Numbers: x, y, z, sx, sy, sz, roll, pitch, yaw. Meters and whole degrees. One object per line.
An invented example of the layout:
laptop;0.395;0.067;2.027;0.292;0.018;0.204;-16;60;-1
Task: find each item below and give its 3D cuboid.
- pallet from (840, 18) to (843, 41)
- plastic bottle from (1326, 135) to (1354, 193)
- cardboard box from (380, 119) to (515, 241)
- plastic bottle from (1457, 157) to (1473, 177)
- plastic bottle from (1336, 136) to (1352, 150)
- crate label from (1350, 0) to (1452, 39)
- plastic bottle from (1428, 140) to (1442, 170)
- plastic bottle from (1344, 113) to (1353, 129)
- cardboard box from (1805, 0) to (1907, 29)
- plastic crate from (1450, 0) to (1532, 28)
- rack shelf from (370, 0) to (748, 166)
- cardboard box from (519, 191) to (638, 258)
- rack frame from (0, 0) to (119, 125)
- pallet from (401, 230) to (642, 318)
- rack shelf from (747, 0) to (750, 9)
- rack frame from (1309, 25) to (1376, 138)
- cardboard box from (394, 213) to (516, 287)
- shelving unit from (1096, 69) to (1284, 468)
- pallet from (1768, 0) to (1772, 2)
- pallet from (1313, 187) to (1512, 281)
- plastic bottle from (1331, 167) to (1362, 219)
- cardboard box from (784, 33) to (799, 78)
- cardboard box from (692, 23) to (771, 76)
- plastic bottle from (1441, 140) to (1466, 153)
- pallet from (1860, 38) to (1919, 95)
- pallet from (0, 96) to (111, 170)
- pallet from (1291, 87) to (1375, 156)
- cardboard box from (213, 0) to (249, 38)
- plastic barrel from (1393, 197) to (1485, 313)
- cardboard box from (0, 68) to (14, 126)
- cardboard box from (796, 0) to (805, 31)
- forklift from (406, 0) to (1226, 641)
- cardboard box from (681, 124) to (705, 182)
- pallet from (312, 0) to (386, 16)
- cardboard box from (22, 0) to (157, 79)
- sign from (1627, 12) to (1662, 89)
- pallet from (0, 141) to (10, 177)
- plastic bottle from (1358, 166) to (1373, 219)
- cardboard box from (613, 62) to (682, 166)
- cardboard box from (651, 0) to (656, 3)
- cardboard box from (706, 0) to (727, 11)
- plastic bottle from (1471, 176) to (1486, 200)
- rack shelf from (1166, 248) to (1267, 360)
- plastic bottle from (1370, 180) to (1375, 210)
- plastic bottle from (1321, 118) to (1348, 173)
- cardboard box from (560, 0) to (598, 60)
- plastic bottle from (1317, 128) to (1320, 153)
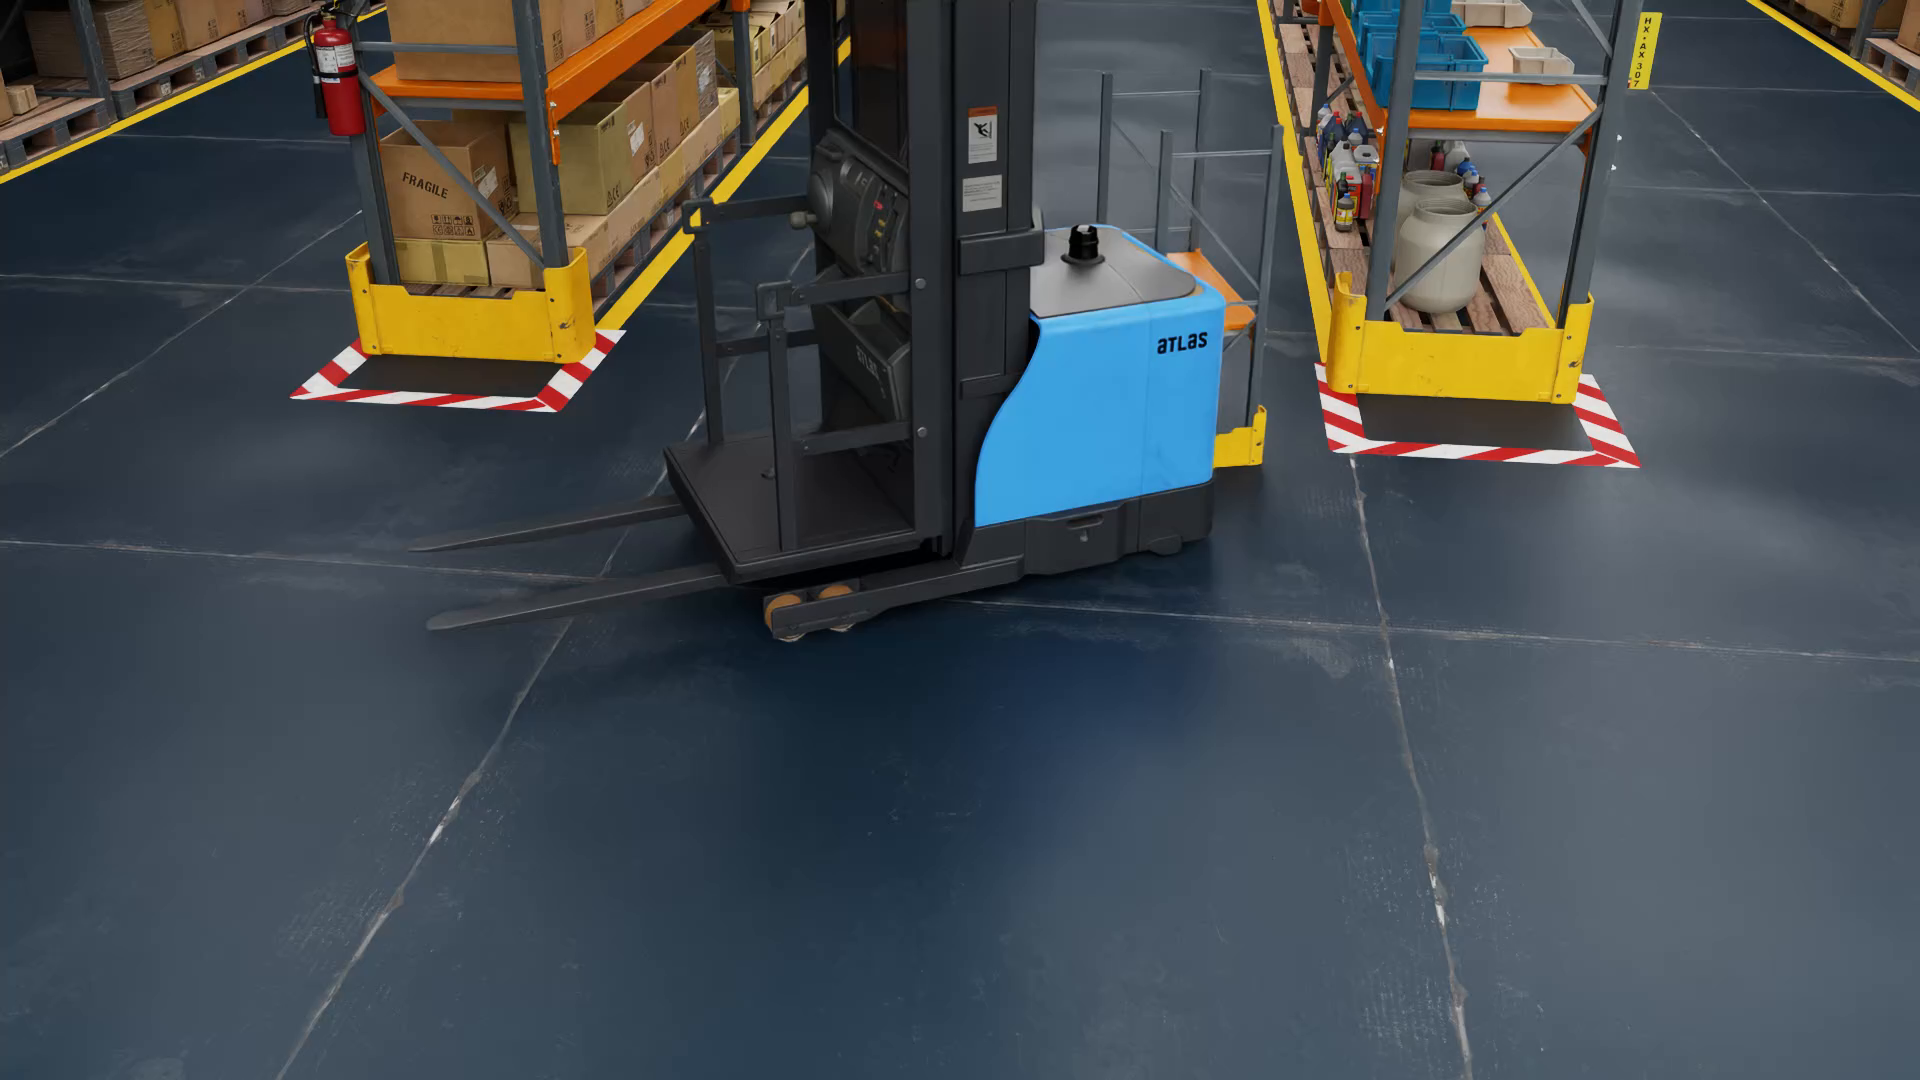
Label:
pallet;-1.642;-4.488;14.857;1.003;0.211;1.213;3;28;6
plastic bottle;2.337;-2.311;10.206;0.144;0.351;0.185;3;28;6
cardboard box;-2.712;-1.909;8.797;0.500;0.500;0.500;3;28;6
plastic bottle;3.044;-2.177;10.041;0.097;0.271;0.097;0;28;0
plastic bottle;2.409;-2.405;10.463;0.097;0.271;0.097;0;28;0
crate label;2.390;-2.943;9.013;0.502;0.435;0.616;3;28;6
plastic bottle;2.962;-2.357;10.363;0.061;0.283;0.133;3;28;6
plastic bottle;2.542;-2.642;10.891;0.061;0.283;0.133;3;28;6
cardboard box;8.434;-5.096;14.844;1.225;0.875;0.875;2;28;4
plastic crate;2.976;-3.033;9.495;0.530;0.136;0.437;3;28;6
rack shelf;-2.237;-2.960;9.839;1.077;0.370;4.000;3;28;6
cardboard box;-2.138;-1.784;9.356;0.500;0.250;0.500;3;28;6
rack frame;-6.909;-4.504;11.947;1.000;3.000;0.127;3;28;6
pallet;-2.430;-1.470;9.255;1.003;0.211;1.213;3;28;6
rack shelf;-1.747;-4.842;13.334;1.077;0.370;4.000;3;28;6
rack frame;2.923;-3.928;10.879;1.000;3.000;0.127;3;28;6
cardboard box;-2.710;-1.579;8.974;0.500;0.250;0.500;3;28;6
shelving unit;0.970;-1.227;7.447;0.587;1.500;1.083;-4;29;-8
pallet;8.799;-5.811;17.313;1.003;0.211;1.213;3;28;6
pallet;2.653;-1.811;9.889;1.003;0.211;1.213;3;28;6
plastic bottle;2.281;-2.047;9.794;0.152;0.276;0.135;4;29;7
cardboard box;-1.572;-3.852;13.194;0.500;0.250;0.500;3;28;5
cardboard box;-1.694;-3.619;12.170;0.500;0.311;0.500;3;29;6
plastic bottle;3.067;-2.393;10.359;0.144;0.351;0.185;3;28;6
pallet;8.232;-3.928;13.818;1.003;0.211;1.213;3;28;6
pallet;-6.956;-2.958;12.018;1.003;0.211;1.213;3;28;6
pallet;2.981;-3.072;12.230;1.003;0.211;1.213;3;28;6
cardboard box;-6.667;-4.667;14.421;0.700;0.500;0.500;3;28;6
plastic barrel;2.438;-1.449;8.457;0.421;0.512;0.421;0;28;0
cardboard box;-6.997;-3.106;11.525;0.500;0.500;0.500;1;28;2
cardboard box;-1.507;-4.343;13.513;0.500;0.311;0.500;4;29;8
forklift;-0.555;-1.205;5.897;3.031;2.935;1.130;-11;30;-20
cardboard box;-1.950;-2.490;10.666;0.500;0.250;0.500;3;28;6
pallet;-6.248;-5.526;16.784;1.003;0.211;1.213;3;28;6
cardboard box;-6.835;-3.944;13.081;0.700;0.500;0.500;4;29;8
sign;2.979;-2.133;7.255;0.100;0.325;0.005;3;28;6
pallet;-7.103;-2.382;10.949;1.003;0.211;1.213;3;28;6
plastic bottle;2.387;-2.044;9.782;0.061;0.283;0.133;3;28;6
cardboard box;-2.010;-2.585;10.051;0.500;0.500;0.500;3;28;6
cardboard box;-2.164;-3.568;10.105;0.700;0.500;0.500;4;29;7
cardboard box;-2.106;-4.126;13.112;0.500;0.311;0.500;3;28;6
plastic bottle;3.010;-1.984;9.670;0.061;0.283;0.133;4;29;7
rack shelf;0.971;-1.065;7.524;0.538;0.185;1.000;-4;29;-8
plastic bottle;2.424;-2.081;9.936;0.097;0.201;0.097;0;28;0
plastic bottle;2.389;-2.511;10.577;0.144;0.351;0.185;2;28;4
cardboard box;-2.353;-2.845;8.763;0.700;0.500;0.500;4;29;8
plastic bottle;2.424;-2.670;11.029;0.097;0.201;0.097;0;28;0
